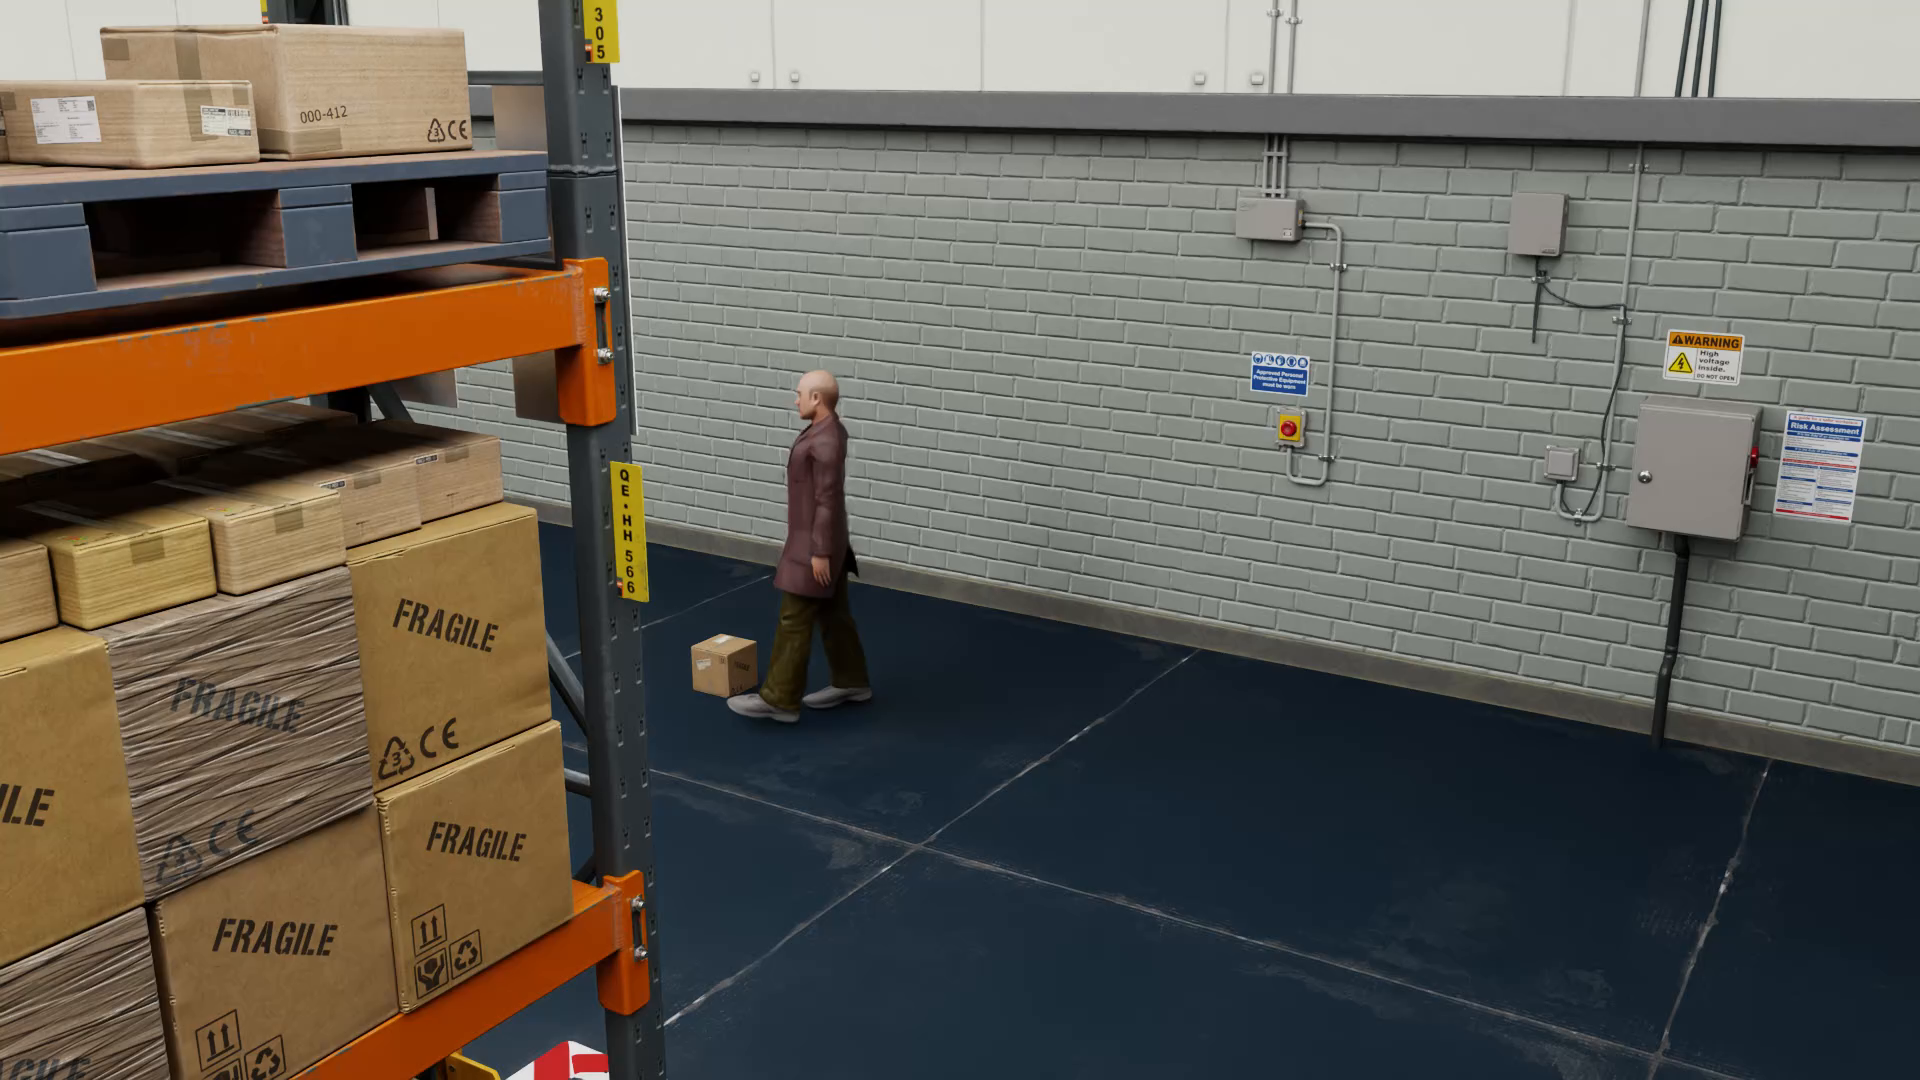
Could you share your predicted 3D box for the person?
[{"bbox_3d":[-0.824,0.029,8.444,0.726,1.779,0.601,0,16,-1],"label":"person"}]
